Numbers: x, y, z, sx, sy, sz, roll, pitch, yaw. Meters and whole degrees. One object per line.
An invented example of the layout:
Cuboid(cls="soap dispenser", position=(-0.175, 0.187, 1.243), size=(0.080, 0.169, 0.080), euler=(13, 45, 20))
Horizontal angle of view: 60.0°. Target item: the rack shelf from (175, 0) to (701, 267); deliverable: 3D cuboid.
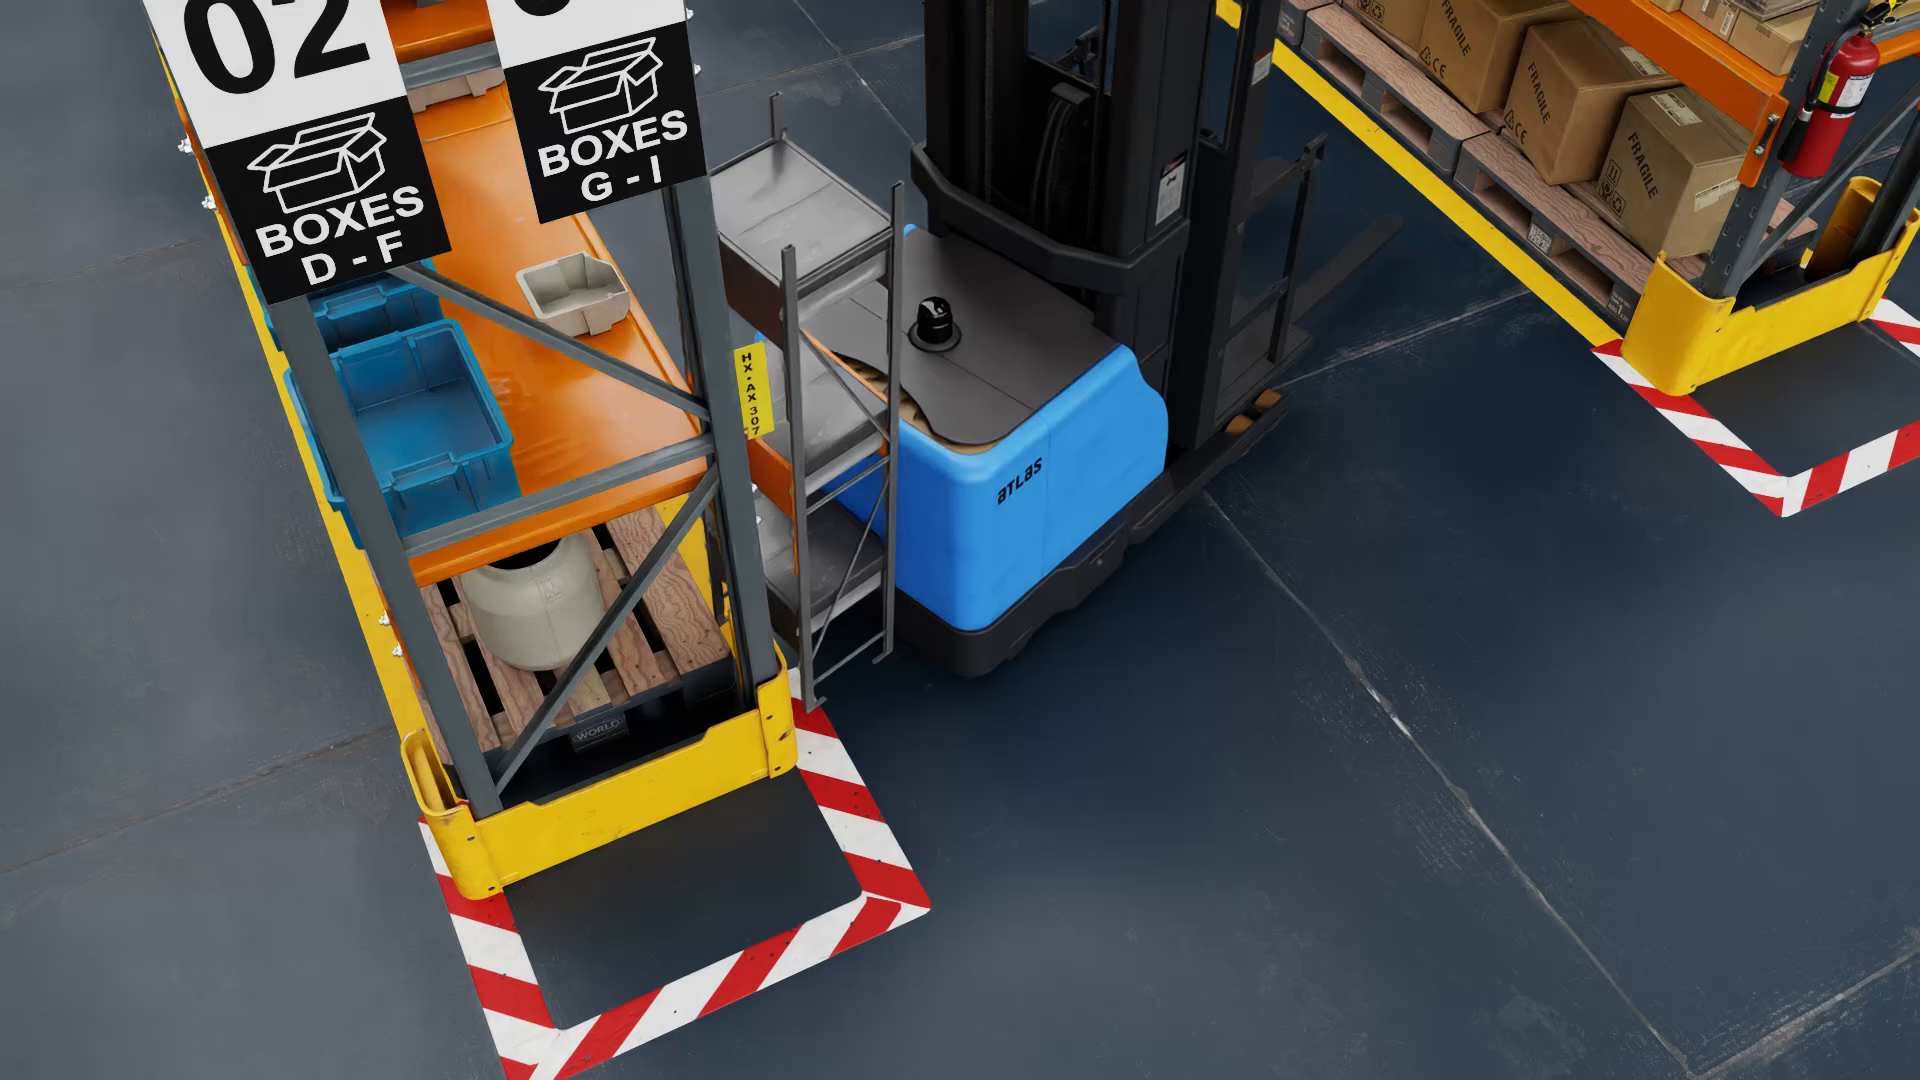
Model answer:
Cuboid(cls="rack shelf", position=(-1.959, -2.203, 4.669), size=(1.077, 0.370, 4.000), euler=(-21, 52, -18))

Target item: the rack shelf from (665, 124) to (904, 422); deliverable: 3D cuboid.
Cuboid(cls="rack shelf", position=(-0.476, -0.732, 4.563), size=(0.431, 0.518, 0.480), euler=(-36, 61, -27))

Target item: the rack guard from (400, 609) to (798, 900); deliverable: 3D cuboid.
Cuboid(cls="rack guard", position=(-1.121, 0.675, 5.328), size=(1.175, 0.500, 0.348), euler=(-21, 52, -18))

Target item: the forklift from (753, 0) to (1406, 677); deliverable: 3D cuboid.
Cuboid(cls="forklift", position=(0.664, -1.523, 5.635), size=(1.130, 2.935, 3.031), euler=(34, 57, 26))

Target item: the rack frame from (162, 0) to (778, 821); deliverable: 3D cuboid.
Cuboid(cls="rack frame", position=(-1.044, -0.113, 4.356), size=(1.000, 3.000, 0.127), euler=(-21, 52, -18))

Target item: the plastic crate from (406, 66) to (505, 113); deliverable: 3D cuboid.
Cuboid(cls="plastic crate", position=(-1.906, -1.704, 5.923), size=(0.530, 0.136, 0.437), euler=(-21, 52, -18))

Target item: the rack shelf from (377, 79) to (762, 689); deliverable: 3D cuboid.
Cuboid(cls="rack shelf", position=(-1.959, -1.215, 5.798), size=(1.077, 0.370, 4.000), euler=(-21, 52, -18))

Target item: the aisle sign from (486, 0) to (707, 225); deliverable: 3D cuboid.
Cuboid(cls="aisle sign", position=(-0.751, -1.022, 3.424), size=(0.394, 0.787, 0.004), euler=(-21, 52, -18))

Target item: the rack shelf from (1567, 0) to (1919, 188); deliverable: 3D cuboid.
Cuboid(cls="rack shelf", position=(2.445, -2.921, 7.290), size=(1.077, 0.370, 4.000), euler=(-21, 52, -18))

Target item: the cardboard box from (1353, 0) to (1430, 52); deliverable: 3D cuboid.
Cuboid(cls="cardboard box", position=(2.300, -2.761, 8.054), size=(0.500, 0.500, 0.500), euler=(-26, 54, -21))

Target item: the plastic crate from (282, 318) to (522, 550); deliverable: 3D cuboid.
Cuboid(cls="plastic crate", position=(-1.539, -0.296, 4.615), size=(0.499, 0.251, 0.616), euler=(-21, 52, -18))

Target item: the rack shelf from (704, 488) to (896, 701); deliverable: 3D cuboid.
Cuboid(cls="rack shelf", position=(-0.540, 0.140, 5.656), size=(0.431, 0.518, 0.480), euler=(-36, 61, -27))

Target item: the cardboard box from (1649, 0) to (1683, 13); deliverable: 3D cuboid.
Cuboid(cls="cardboard box", position=(2.772, -2.174, 6.325), size=(0.380, 0.149, 0.250), euler=(-21, 52, -18))

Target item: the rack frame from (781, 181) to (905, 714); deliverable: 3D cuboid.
Cuboid(cls="rack frame", position=(-0.339, -0.161, 4.995), size=(0.400, 2.100, 0.015), euler=(-36, 61, -27))

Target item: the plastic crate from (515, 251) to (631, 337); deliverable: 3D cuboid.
Cuboid(cls="plastic crate", position=(-1.168, -0.736, 5.077), size=(0.298, 0.136, 0.250), euler=(-21, 52, -18))

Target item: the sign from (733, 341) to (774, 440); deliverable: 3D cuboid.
Cuboid(cls="sign", position=(-0.553, -0.391, 4.415), size=(0.100, 0.325, 0.005), euler=(-21, 52, -18))

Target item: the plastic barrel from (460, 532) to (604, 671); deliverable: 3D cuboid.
Cuboid(cls="plastic barrel", position=(-1.413, 0.153, 5.497), size=(0.421, 0.512, 0.421), euler=(0, 49, 0))

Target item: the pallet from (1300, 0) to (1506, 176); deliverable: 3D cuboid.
Cuboid(cls="pallet", position=(2.430, -2.324, 8.142), size=(1.003, 0.211, 1.213), euler=(-21, 52, -18))

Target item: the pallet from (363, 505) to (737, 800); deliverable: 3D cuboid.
Cuboid(cls="pallet", position=(-1.488, 0.224, 5.914), size=(1.003, 0.211, 1.213), euler=(-21, 52, -18))

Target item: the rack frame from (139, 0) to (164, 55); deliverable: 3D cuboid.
Cuboid(cls="rack frame", position=(-1.044, -2.089, 2.098), size=(1.000, 3.000, 0.127), euler=(-21, 52, -18))

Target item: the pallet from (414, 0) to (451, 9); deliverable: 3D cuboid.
Cuboid(cls="pallet", position=(-1.336, -1.626, 3.812), size=(1.003, 0.211, 1.213), euler=(-21, 52, -18))

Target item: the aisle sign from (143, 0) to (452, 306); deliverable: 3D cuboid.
Cuboid(cls="aisle sign", position=(-1.275, -0.819, 3.246), size=(0.394, 0.787, 0.004), euler=(-21, 52, -18))

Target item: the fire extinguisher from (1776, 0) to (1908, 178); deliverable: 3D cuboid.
Cuboid(cls="fire extinguisher", position=(3.002, -1.559, 5.672), size=(0.296, 0.674, 0.183), euler=(-21, 52, -18))

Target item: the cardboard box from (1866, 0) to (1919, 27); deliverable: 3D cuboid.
Cuboid(cls="cardboard box", position=(3.441, -2.010, 6.182), size=(0.380, 0.149, 0.250), euler=(-21, 52, -18))

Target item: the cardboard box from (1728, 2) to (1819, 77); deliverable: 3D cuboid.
Cuboid(cls="cardboard box", position=(3.046, -1.856, 6.048), size=(0.380, 0.149, 0.250), euler=(-21, 52, -18))

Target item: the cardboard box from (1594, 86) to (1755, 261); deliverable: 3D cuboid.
Cuboid(cls="cardboard box", position=(3.089, -1.559, 7.002), size=(0.500, 0.500, 0.500), euler=(-13, 50, -11))

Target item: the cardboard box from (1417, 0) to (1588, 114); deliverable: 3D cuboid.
Cuboid(cls="cardboard box", position=(2.515, -2.372, 7.714), size=(0.500, 0.500, 0.500), euler=(-17, 51, -14))

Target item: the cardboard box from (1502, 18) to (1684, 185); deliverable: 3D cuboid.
Cuboid(cls="cardboard box", position=(2.785, -1.947, 7.342), size=(0.500, 0.500, 0.500), euler=(-9, 49, -8))

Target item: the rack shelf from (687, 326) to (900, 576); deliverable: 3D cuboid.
Cuboid(cls="rack shelf", position=(-0.508, -0.296, 5.110), size=(0.431, 0.518, 0.480), euler=(-36, 61, -27))

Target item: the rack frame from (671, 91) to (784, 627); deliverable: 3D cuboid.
Cuboid(cls="rack frame", position=(-0.675, -0.447, 5.203), size=(0.400, 2.100, 0.015), euler=(-36, 61, -27))

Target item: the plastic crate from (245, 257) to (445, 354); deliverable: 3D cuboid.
Cuboid(cls="plastic crate", position=(-1.831, -0.733, 4.997), size=(0.499, 0.251, 0.408), euler=(-21, 52, -18))

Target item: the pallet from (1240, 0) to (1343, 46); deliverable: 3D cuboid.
Cuboid(cls="pallet", position=(1.868, -3.141, 8.857), size=(1.003, 0.211, 1.213), euler=(-21, 52, -18))

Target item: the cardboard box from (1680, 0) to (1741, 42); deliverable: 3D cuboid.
Cuboid(cls="cardboard box", position=(2.932, -2.024, 6.194), size=(0.380, 0.149, 0.250), euler=(-21, 52, -18))

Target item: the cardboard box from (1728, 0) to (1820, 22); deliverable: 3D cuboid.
Cuboid(cls="cardboard box", position=(3.133, -2.328, 6.029), size=(0.875, 0.500, 0.500), euler=(-21, 52, -18))

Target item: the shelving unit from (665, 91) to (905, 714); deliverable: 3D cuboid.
Cuboid(cls="shelving unit", position=(-0.507, -0.304, 5.099), size=(0.431, 2.100, 0.503), euler=(-36, 61, -27))

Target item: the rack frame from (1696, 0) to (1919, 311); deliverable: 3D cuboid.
Cuboid(cls="rack frame", position=(3.360, -1.819, 5.849), size=(1.000, 3.000, 0.127), euler=(-21, 52, -18))

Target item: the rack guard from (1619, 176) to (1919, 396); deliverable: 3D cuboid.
Cuboid(cls="rack guard", position=(3.325, -1.047, 6.834), size=(1.175, 0.500, 0.348), euler=(-21, 52, -18))

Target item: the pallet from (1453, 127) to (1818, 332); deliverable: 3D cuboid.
Cuboid(cls="pallet", position=(2.985, -1.508, 7.429), size=(1.003, 0.211, 1.213), euler=(-21, 52, -18))
